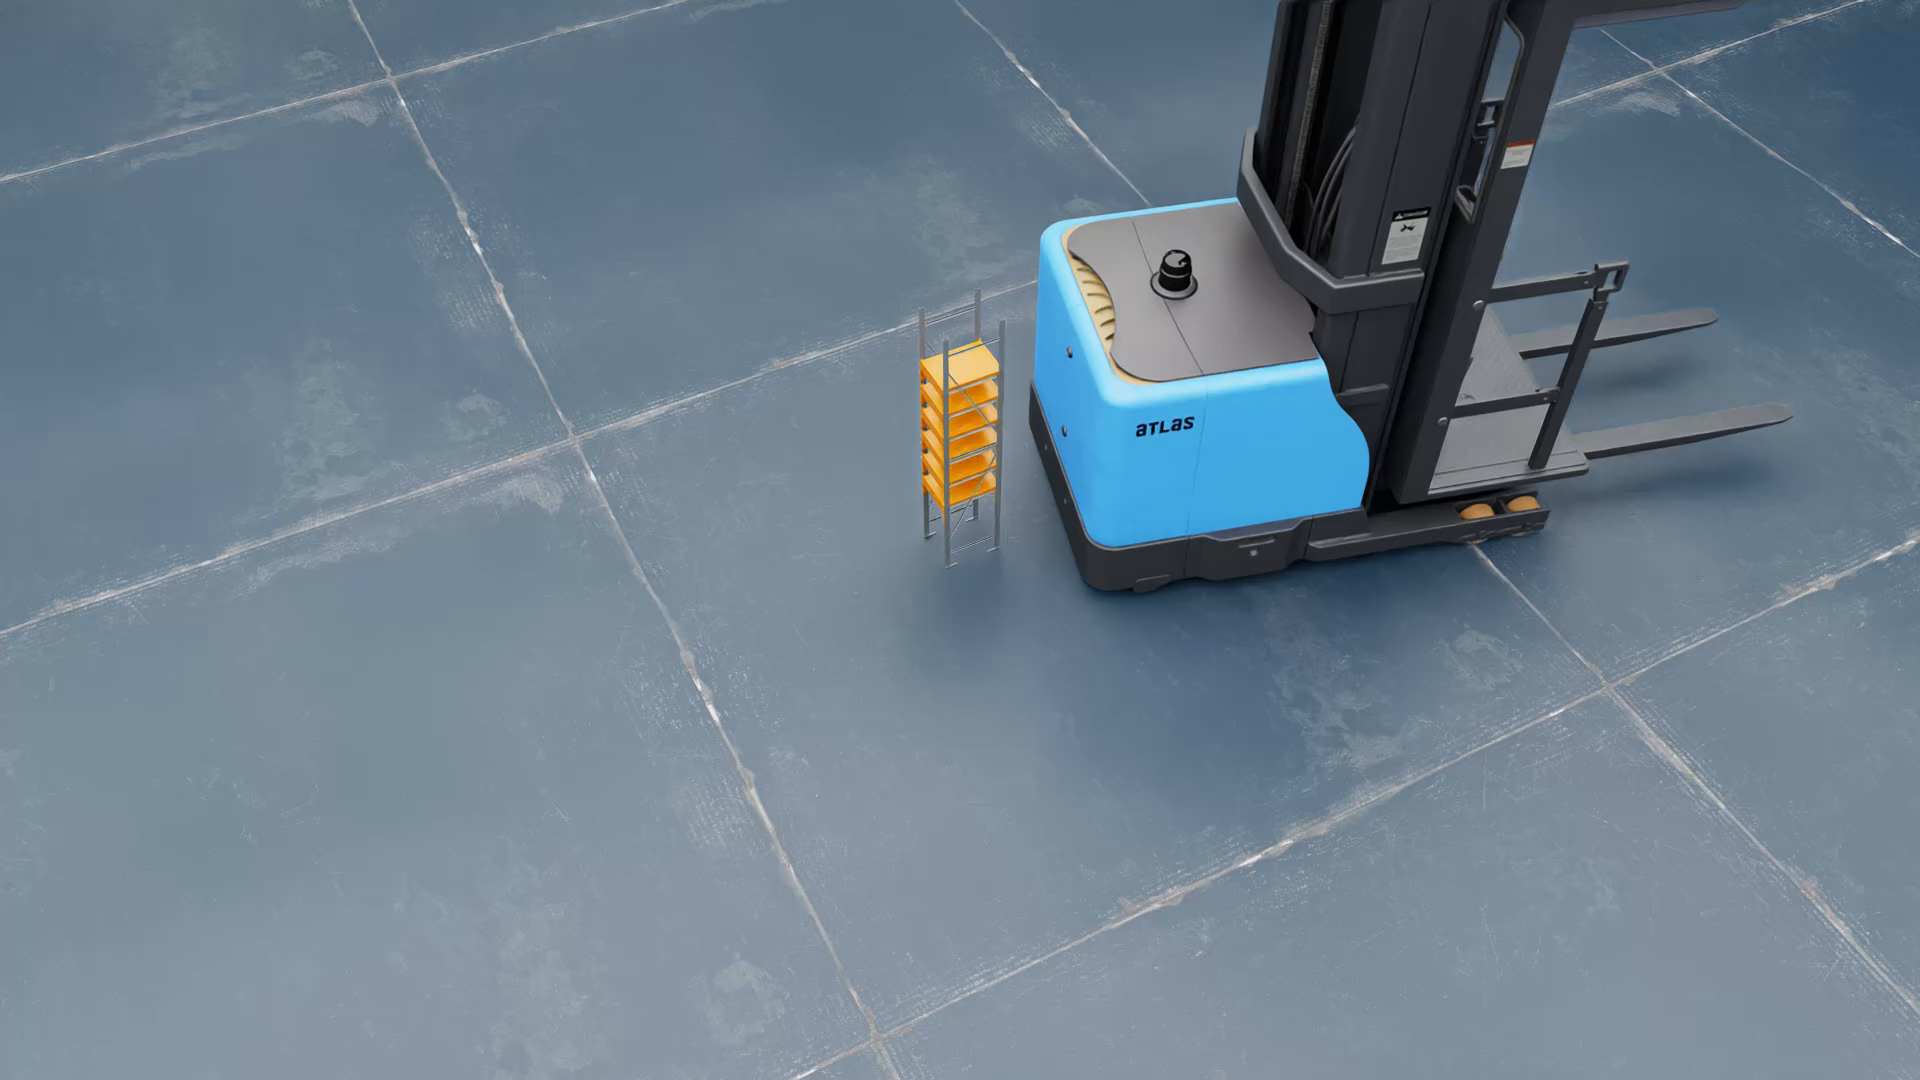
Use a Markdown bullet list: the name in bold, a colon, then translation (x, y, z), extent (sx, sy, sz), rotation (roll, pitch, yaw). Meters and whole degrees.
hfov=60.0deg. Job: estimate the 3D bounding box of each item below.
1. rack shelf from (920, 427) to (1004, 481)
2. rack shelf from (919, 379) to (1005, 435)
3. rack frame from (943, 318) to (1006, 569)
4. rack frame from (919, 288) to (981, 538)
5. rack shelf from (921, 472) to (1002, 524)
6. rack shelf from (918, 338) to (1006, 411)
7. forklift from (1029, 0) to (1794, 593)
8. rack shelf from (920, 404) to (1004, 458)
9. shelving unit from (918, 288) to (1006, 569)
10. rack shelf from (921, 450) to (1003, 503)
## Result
- **rack shelf**: translation (0.007, -0.356, 6.216), extent (0.258, 0.103, 0.180), rotation (-21, 52, -18)
- **rack shelf**: translation (0.007, -0.514, 6.035), extent (0.258, 0.103, 0.180), rotation (-21, 52, -18)
- **rack frame**: translation (0.049, -0.324, 6.129), extent (0.240, 1.200, 0.006), rotation (-21, 52, -18)
- **rack frame**: translation (-0.035, -0.447, 6.236), extent (0.240, 1.200, 0.006), rotation (-21, 52, -18)
- **rack shelf**: translation (0.007, -0.198, 6.397), extent (0.258, 0.103, 0.180), rotation (-21, 52, -18)
- **rack shelf**: translation (0.007, -0.593, 5.945), extent (0.258, 0.103, 0.180), rotation (-21, 52, -18)
- **forklift**: translation (1.860, -1.333, 5.861), extent (3.031, 2.935, 1.130), rotation (-9, 49, -8)
- **rack shelf**: translation (0.007, -0.435, 6.126), extent (0.258, 0.103, 0.180), rotation (-21, 52, -18)
- **shelving unit**: translation (0.007, -0.385, 6.183), extent (0.258, 1.200, 0.189), rotation (-21, 52, -18)
- **rack shelf**: translation (0.007, -0.277, 6.306), extent (0.258, 0.103, 0.180), rotation (-21, 52, -18)
